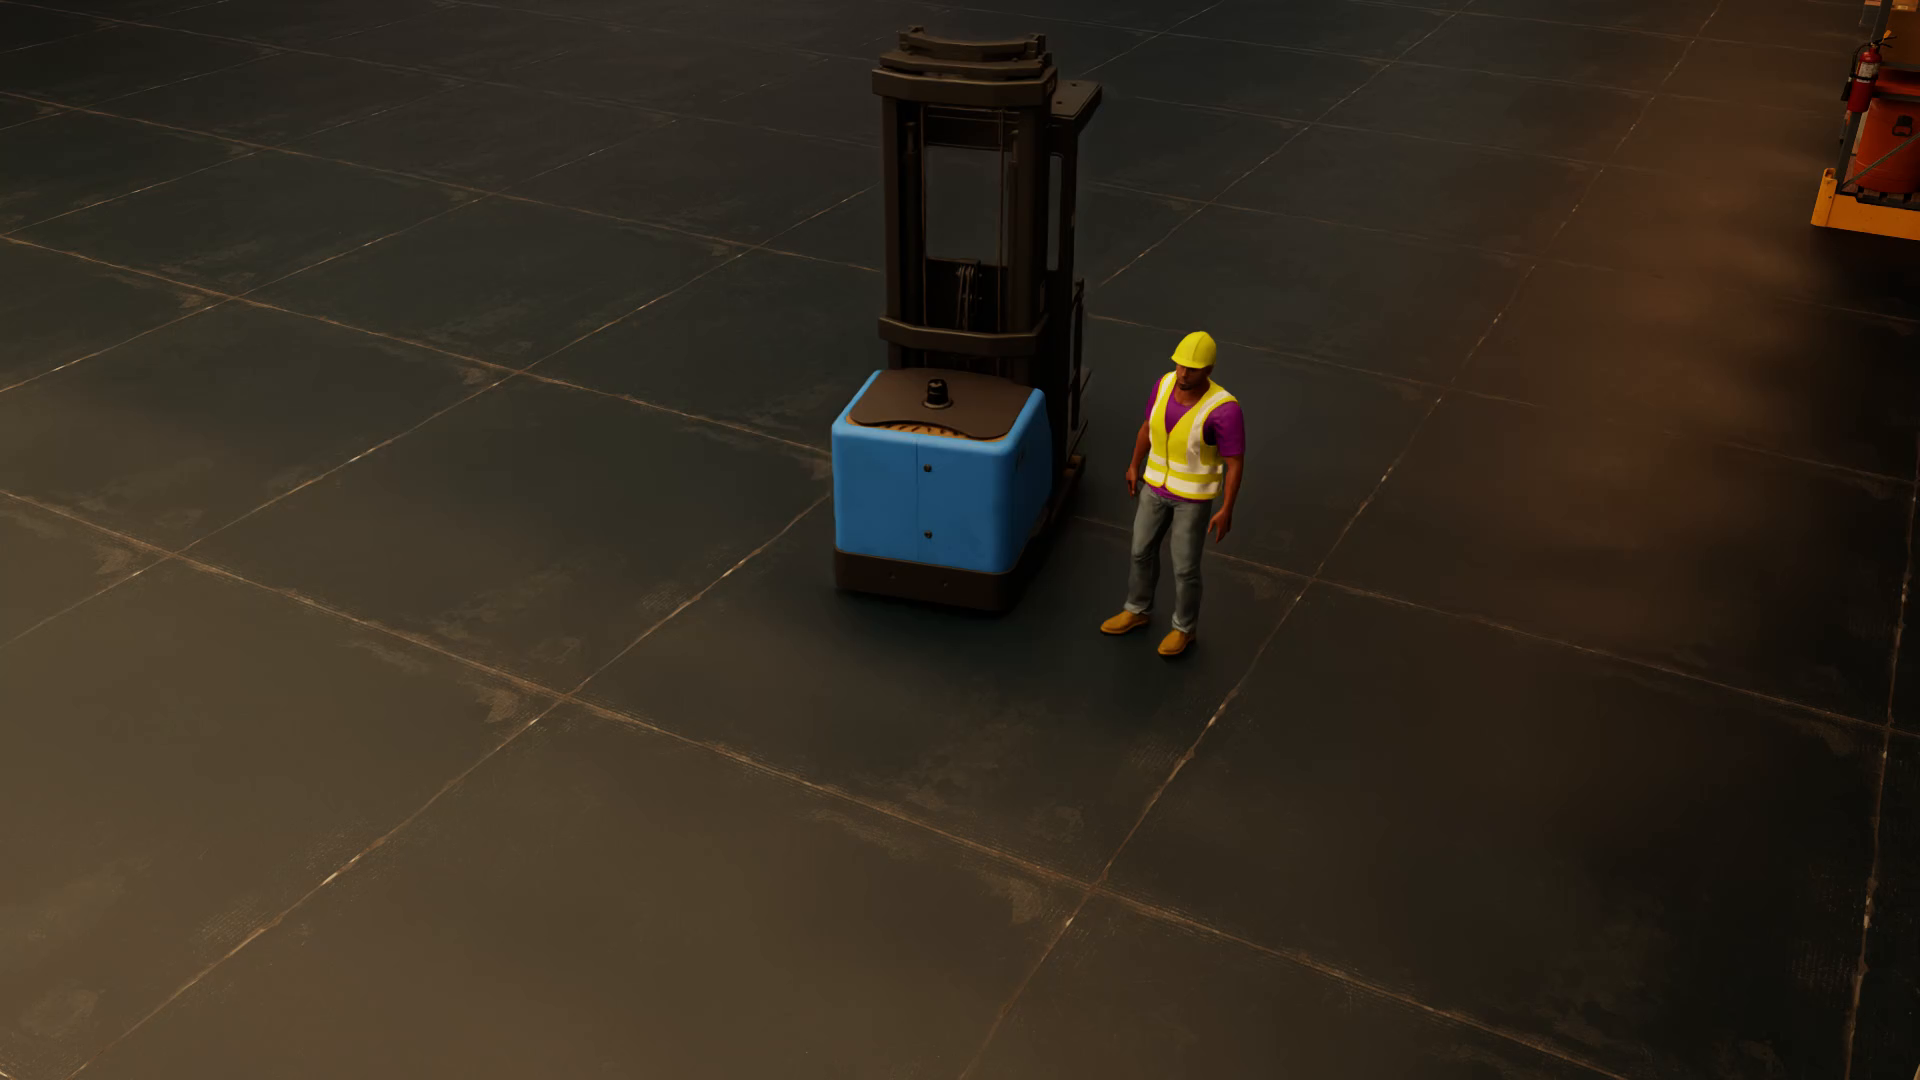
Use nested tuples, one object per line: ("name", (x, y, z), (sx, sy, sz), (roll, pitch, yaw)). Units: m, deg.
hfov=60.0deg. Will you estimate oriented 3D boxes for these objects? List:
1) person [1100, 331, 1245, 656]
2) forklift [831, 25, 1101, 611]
("person", (1.120, -0.245, 8.664), (0.699, 1.766, 0.493), (26, 39, 38))
("forklift", (0.177, -1.599, 9.842), (1.130, 2.935, 3.031), (8, 31, 14))
